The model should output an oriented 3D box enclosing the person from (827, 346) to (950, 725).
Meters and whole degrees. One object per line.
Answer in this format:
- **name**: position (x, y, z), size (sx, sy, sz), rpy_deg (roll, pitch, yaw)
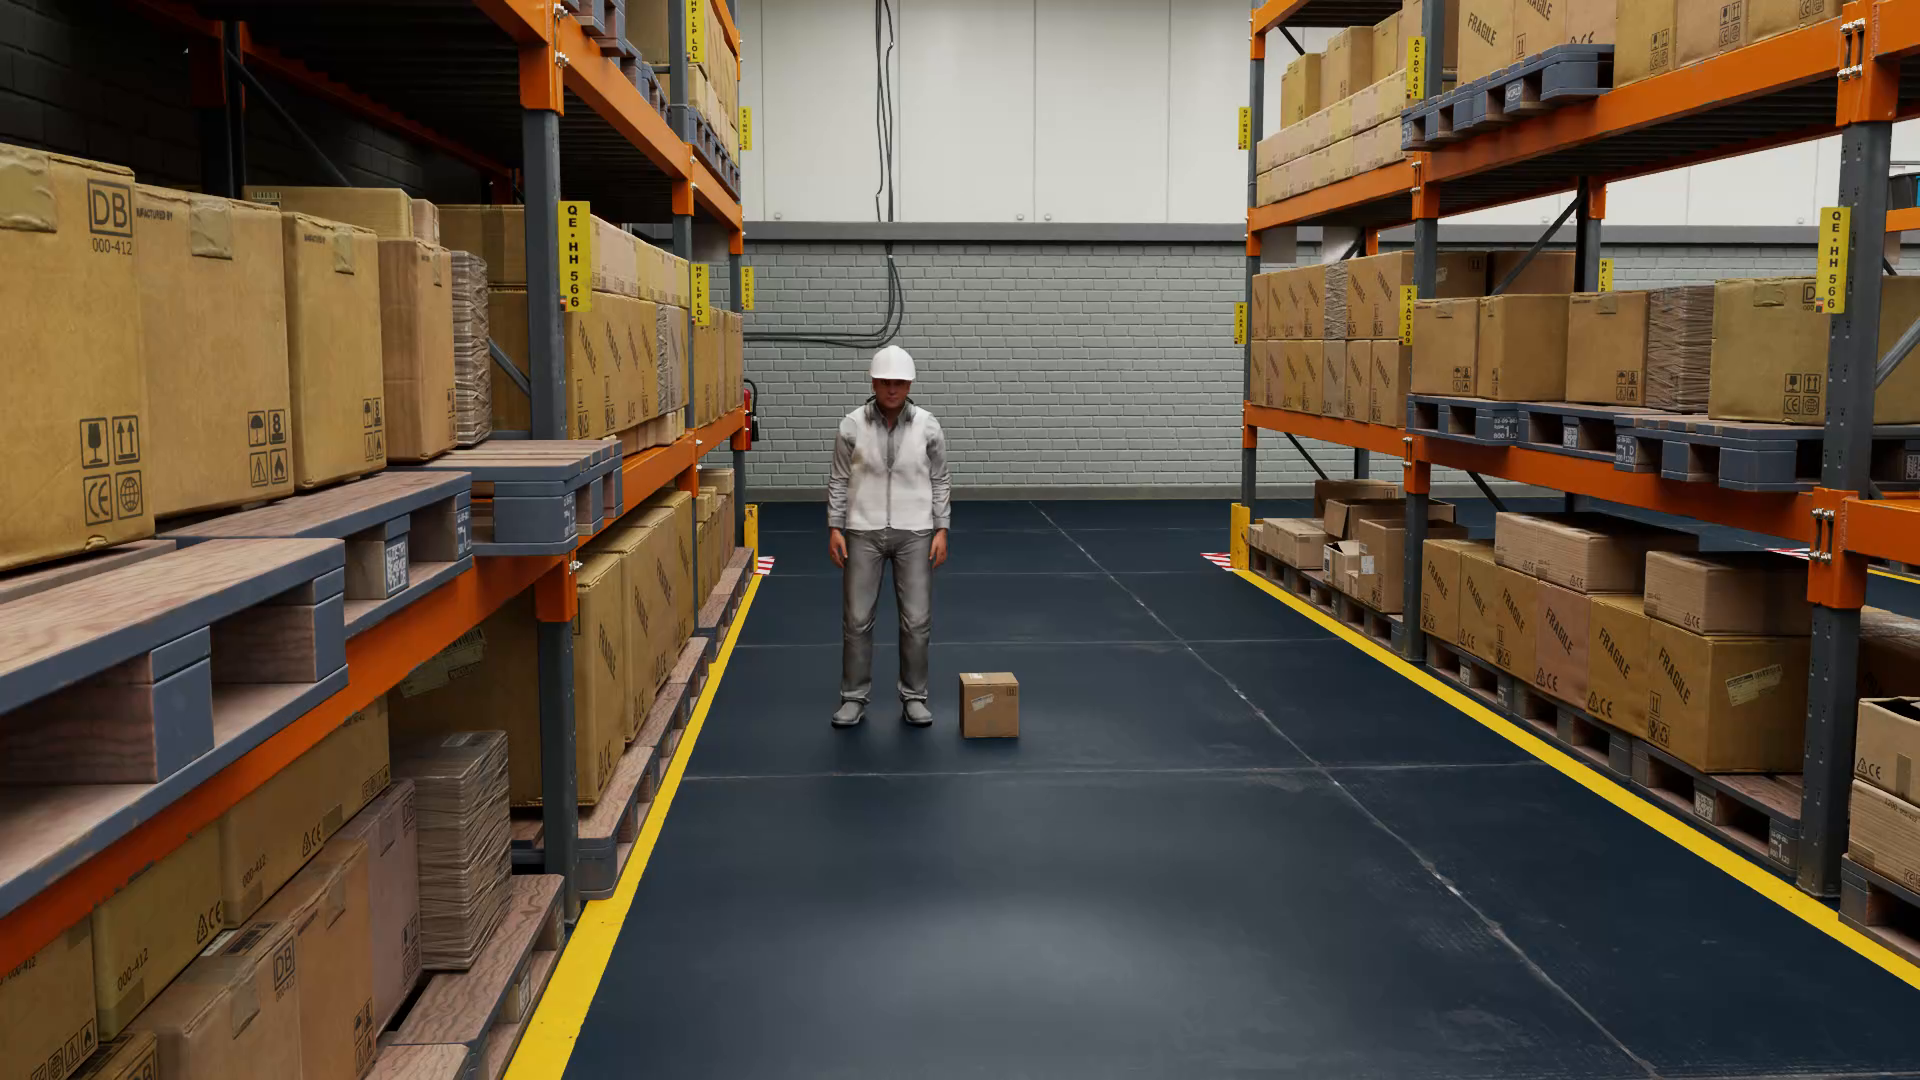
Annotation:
- **person**: position (-0.334, -0.023, 7.824), size (0.580, 1.771, 0.464), rpy_deg (0, 7, -2)
